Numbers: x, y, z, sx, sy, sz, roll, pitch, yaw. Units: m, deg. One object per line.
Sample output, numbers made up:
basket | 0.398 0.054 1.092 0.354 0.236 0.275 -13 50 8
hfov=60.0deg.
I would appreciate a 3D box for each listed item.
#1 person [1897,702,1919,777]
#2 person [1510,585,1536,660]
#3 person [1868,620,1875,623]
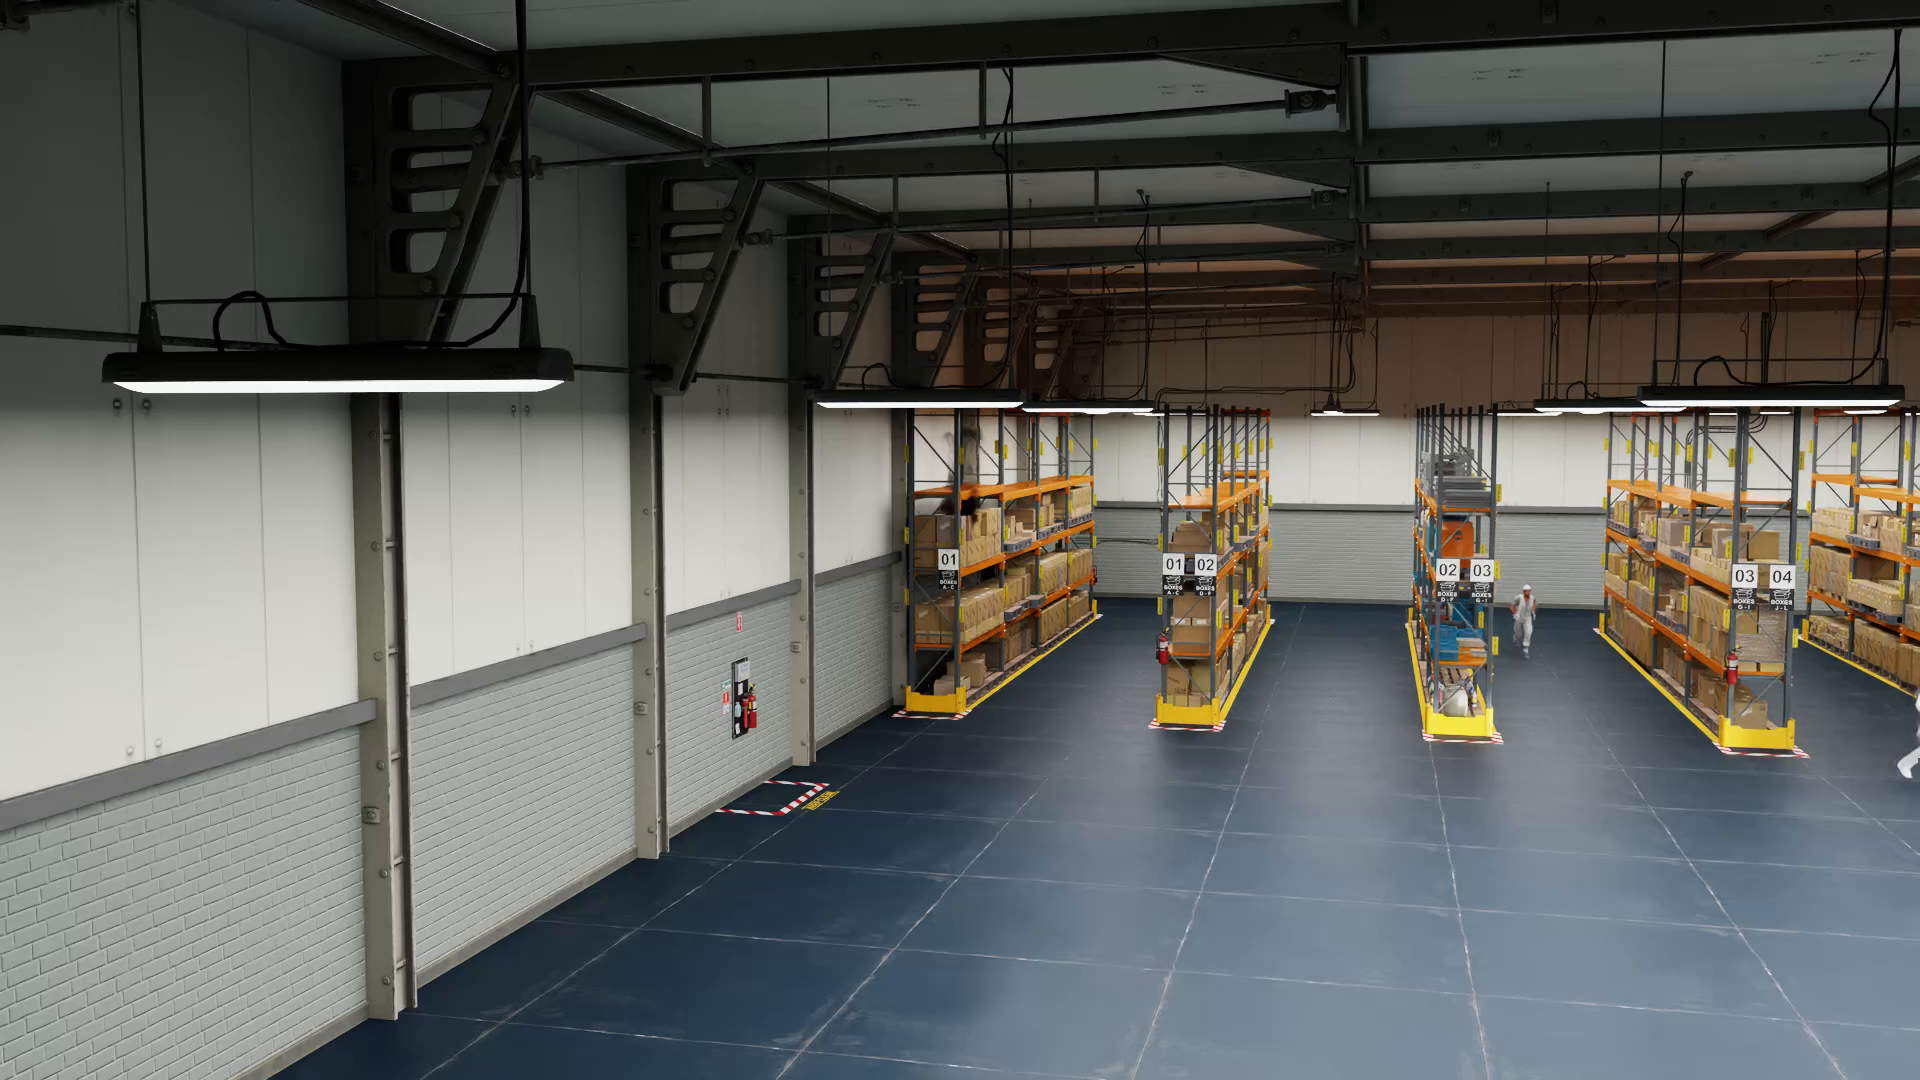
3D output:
person | 15.440 2.955 26.258 0.937 1.779 0.832 -1 4 -19
person | 13.533 1.940 39.999 0.659 1.771 1.112 0 4 3
person | 23.884 1.724 43.316 0.770 1.707 0.532 -1 4 -9
